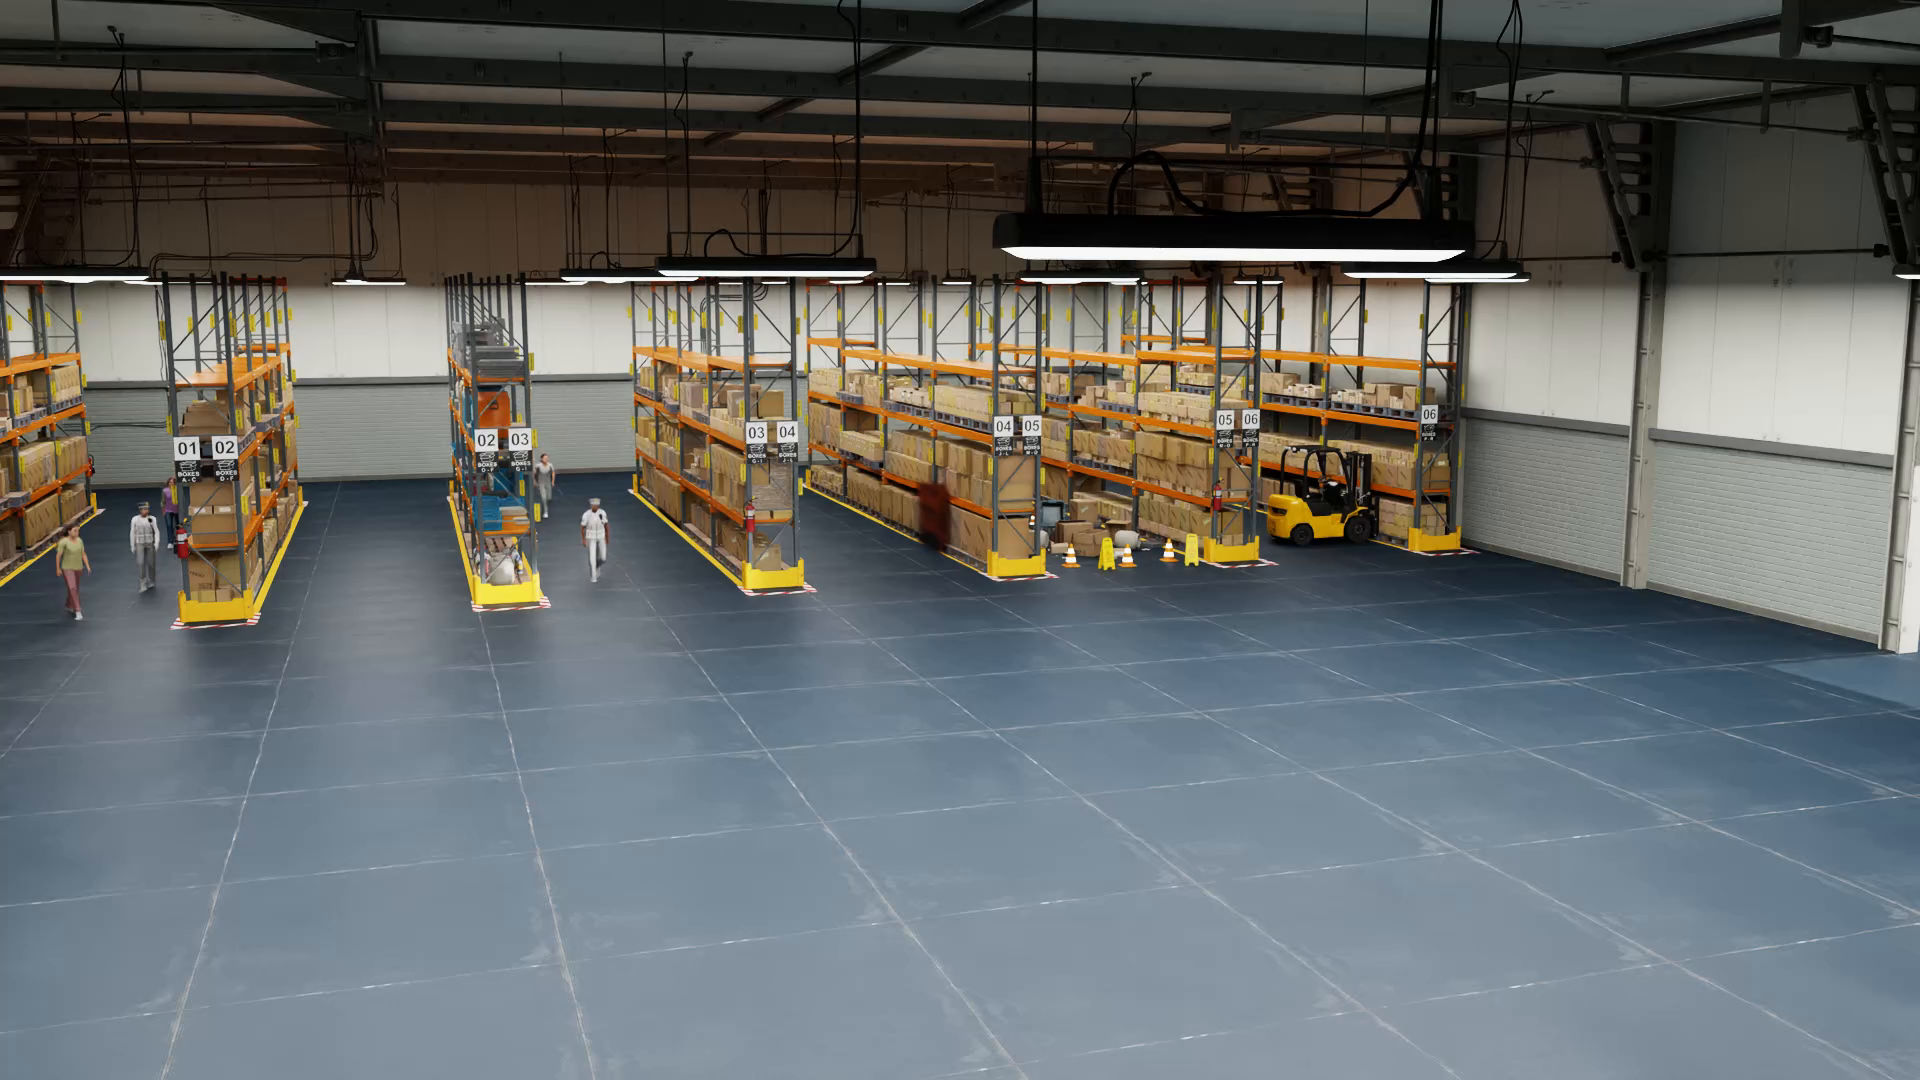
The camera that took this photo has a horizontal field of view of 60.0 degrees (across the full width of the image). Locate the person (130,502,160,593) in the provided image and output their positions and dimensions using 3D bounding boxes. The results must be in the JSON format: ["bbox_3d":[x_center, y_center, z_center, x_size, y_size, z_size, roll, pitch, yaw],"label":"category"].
[{"bbox_3d":[-15.565,0.127,31.808,0.517,1.678,0.690,-5,10,-30],"label":"person"}]

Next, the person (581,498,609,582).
[{"bbox_3d":[-7.219,-0.028,32.873,0.540,1.659,0.555,-3,9,-20],"label":"person"}]

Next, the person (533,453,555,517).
[{"bbox_3d":[-10.507,-1.393,41.956,0.581,1.617,0.537,-4,10,-26],"label":"person"}]

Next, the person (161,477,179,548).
[{"bbox_3d":[-17.509,-0.630,36.974,0.457,1.540,0.972,-3,9,-19],"label":"person"}]

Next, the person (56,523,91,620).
[{"bbox_3d":[-15.559,0.523,29.175,0.933,1.658,0.514,7,11,38],"label":"person"}]
